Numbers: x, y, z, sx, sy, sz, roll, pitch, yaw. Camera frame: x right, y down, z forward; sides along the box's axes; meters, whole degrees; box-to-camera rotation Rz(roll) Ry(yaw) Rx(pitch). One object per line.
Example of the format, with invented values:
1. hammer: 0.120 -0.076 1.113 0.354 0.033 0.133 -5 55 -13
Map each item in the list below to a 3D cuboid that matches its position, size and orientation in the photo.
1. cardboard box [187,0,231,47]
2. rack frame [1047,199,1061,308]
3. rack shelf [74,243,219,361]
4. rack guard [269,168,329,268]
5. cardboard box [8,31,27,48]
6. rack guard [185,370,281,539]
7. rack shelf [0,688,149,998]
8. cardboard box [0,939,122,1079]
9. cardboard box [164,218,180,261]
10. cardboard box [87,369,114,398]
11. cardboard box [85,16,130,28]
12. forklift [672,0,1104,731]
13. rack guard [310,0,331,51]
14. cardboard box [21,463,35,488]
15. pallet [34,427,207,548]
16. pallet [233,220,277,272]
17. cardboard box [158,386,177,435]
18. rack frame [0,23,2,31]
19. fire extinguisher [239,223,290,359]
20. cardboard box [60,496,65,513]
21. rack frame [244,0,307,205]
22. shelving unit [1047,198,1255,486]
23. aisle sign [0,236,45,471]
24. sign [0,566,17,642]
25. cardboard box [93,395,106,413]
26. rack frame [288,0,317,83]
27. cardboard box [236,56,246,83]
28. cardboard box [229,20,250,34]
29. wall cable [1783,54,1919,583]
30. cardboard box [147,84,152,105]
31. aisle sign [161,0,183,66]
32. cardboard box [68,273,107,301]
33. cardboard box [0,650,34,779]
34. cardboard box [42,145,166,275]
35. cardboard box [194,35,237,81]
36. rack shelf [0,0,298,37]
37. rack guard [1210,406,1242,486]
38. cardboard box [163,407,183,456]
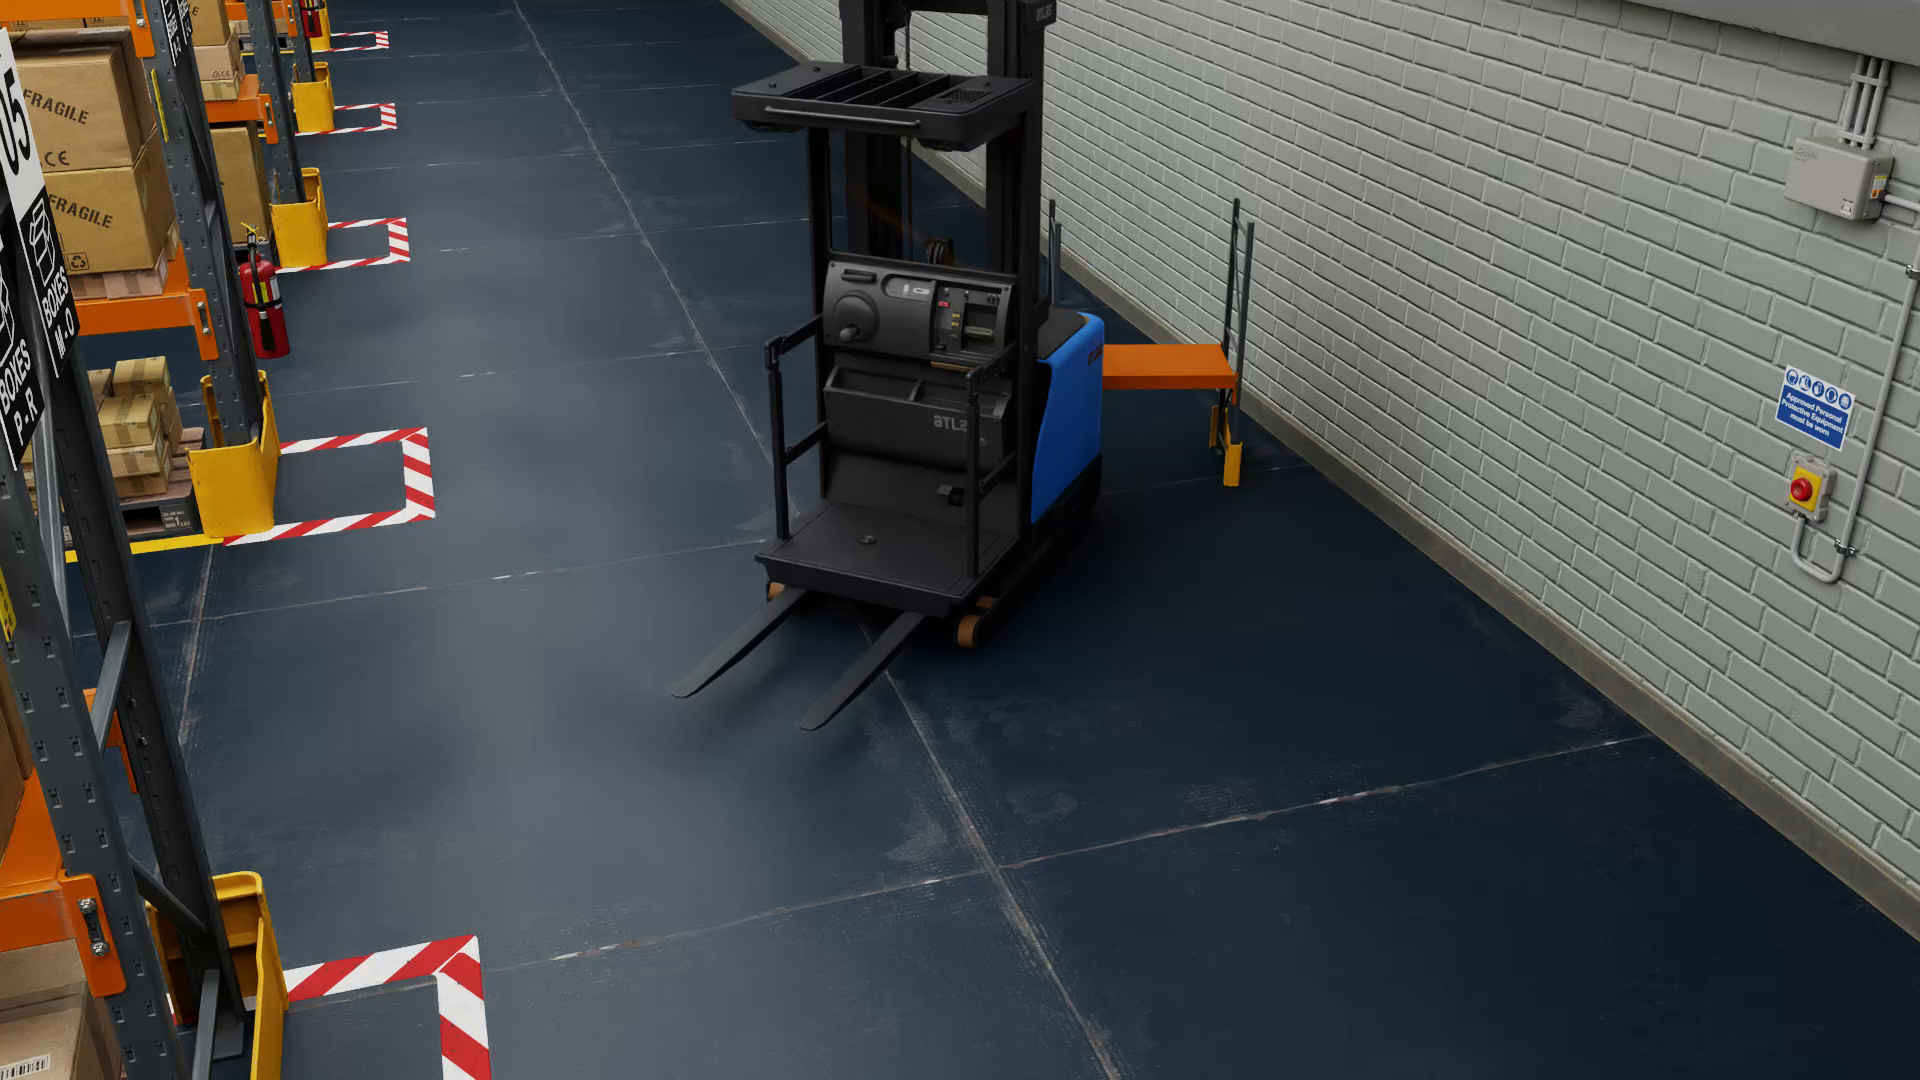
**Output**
1. cardboard box: -5.746 -3.959 12.342 0.500 0.500 0.500 -8 27 -15
2. rack frame: 0.512 -1.097 9.273 0.032 1.500 0.500 0 26 -1
3. rack shelf: -5.826 -1.026 8.253 4.000 0.370 1.077 -8 28 -16
4. rack guard: -5.341 -2.619 13.463 0.348 0.500 1.175 -8 28 -16
5. cardboard box: -4.911 -2.228 8.293 0.500 0.500 0.500 -7 27 -15
6. rack guard: -3.997 -0.494 9.183 0.348 0.500 1.175 -8 28 -16
7. rack shelf: -4.197 1.053 4.065 4.000 0.370 1.077 -8 28 -16
8. cardboard box: -2.892 1.548 4.668 0.875 0.438 0.875 -9 28 -18
9. cardboard box: -4.334 -1.605 8.893 0.250 0.149 0.380 -8 28 -17
10. cardboard box: -4.753 -0.784 9.021 0.250 0.149 0.380 -8 27 -15
11. cardboard box: -6.380 -4.116 12.659 0.500 0.500 0.500 -9 28 -17
12. forklift: -0.288 -1.021 7.511 1.130 2.935 3.031 11 28 21
13. rack guard: -8.501 -6.794 21.873 0.348 0.500 1.175 -8 28 -16
14. cardboard box: -4.831 -0.403 8.587 0.250 0.149 0.380 -9 28 -18
15. pallet: -4.780 -0.268 9.052 1.213 0.211 1.003 -8 28 -16
16. pallet: -6.100 -2.343 13.232 1.213 0.211 1.003 -8 28 -16
17. cardboard box: -4.502 -0.705 9.196 0.250 0.149 0.380 -7 27 -14
18. rack frame: -2.295 -2.232 3.126 0.127 3.000 1.000 -8 28 -16
19. fire extinguisher: -3.542 -1.262 8.425 0.183 0.674 0.296 -8 28 -16
20. cardboard box: -4.573 -0.296 8.707 0.250 0.149 0.380 -7 27 -15
21. rack frame: -5.364 -3.735 12.900 0.127 3.000 1.000 -8 28 -16
22. shelving unit: 1.029 -1.101 9.280 1.083 1.500 0.587 0 26 -1
23. aisle sign: -2.131 -0.588 3.638 0.004 0.787 0.394 -8 28 -16
24. sign: -2.141 0.062 3.684 0.005 0.325 0.100 -8 28 -16
25. cardboard box: -4.606 -0.611 8.673 0.250 0.149 0.380 -8 27 -15
26. rack frame: -6.898 -5.829 17.118 0.127 3.000 1.000 -8 28 -16
27. cardboard box: -5.804 -3.713 13.139 0.250 0.149 0.380 -8 27 -16
28. cardboard box: -9.282 -6.655 21.474 0.250 0.166 0.380 -8 28 -16
29. wall cable: 3.059 -0.800 5.811 0.123 1.953 0.585 -8 28 -16
30. cardboard box: -6.088 -3.364 12.434 0.250 0.149 0.380 -8 28 -16
31. aisle sign: -3.762 -2.672 7.835 0.004 0.787 0.394 -8 28 -16
32. cardboard box: -4.395 -1.329 8.336 0.250 0.149 0.380 -8 28 -16
33. cardboard box: -2.841 0.355 4.549 0.500 0.500 0.500 -8 28 -17
34. cardboard box: -4.272 -1.631 8.216 0.500 0.500 0.500 -8 27 -15
35. cardboard box: -5.743 -3.622 12.507 0.500 0.250 0.500 -9 28 -17
36. rack shelf: -8.800 -5.232 16.724 4.000 0.370 1.077 -8 28 -16
37. rack guard: 1.527 -0.545 9.566 0.087 0.250 0.587 0 26 -1
38. cardboard box: -4.522 -0.598 9.316 0.250 0.149 0.380 -8 27 -15
